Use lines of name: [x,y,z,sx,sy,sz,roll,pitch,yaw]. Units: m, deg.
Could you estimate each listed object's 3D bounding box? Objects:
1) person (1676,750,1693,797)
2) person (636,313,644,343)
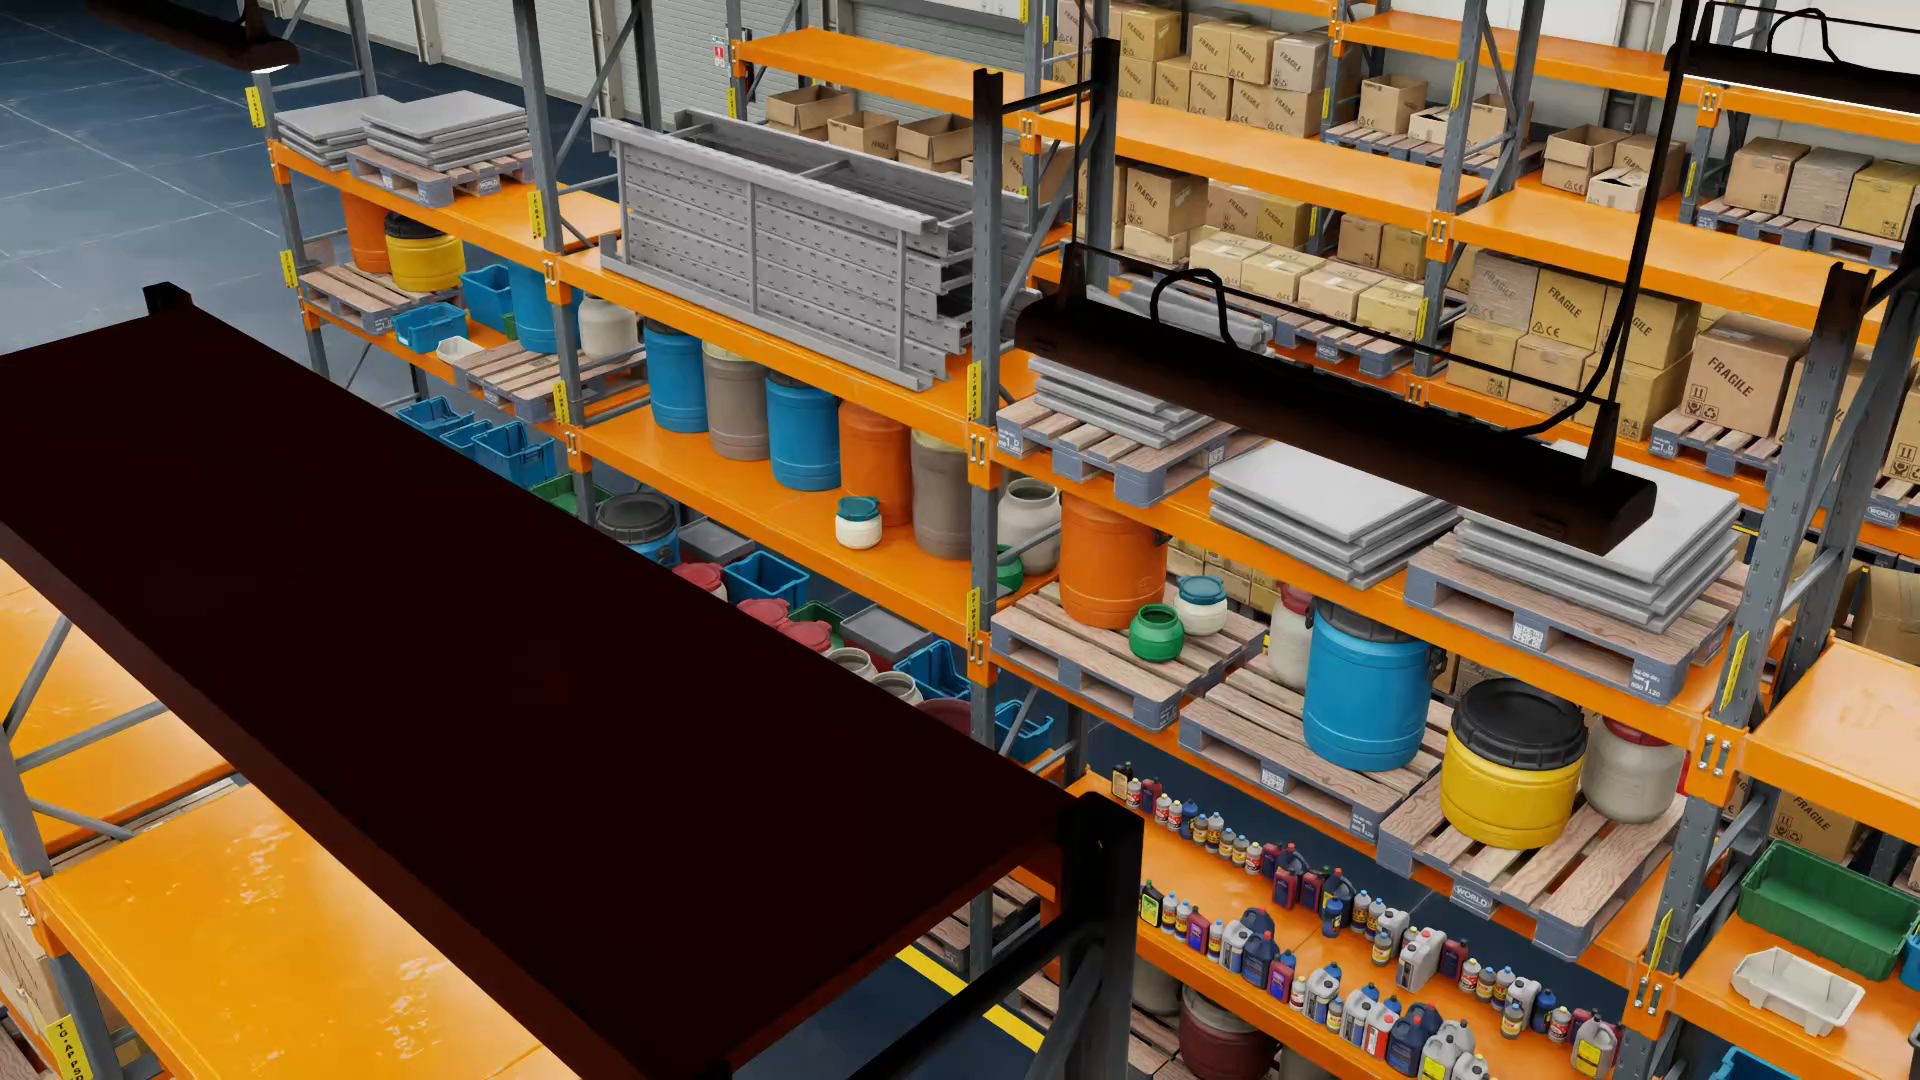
person: [4.714,1.942,11.039,0.573,1.726,0.516,-4,30,-8]
person: [-3.661,-2.571,19.085,1.111,1.655,0.596,-24,37,-36]
